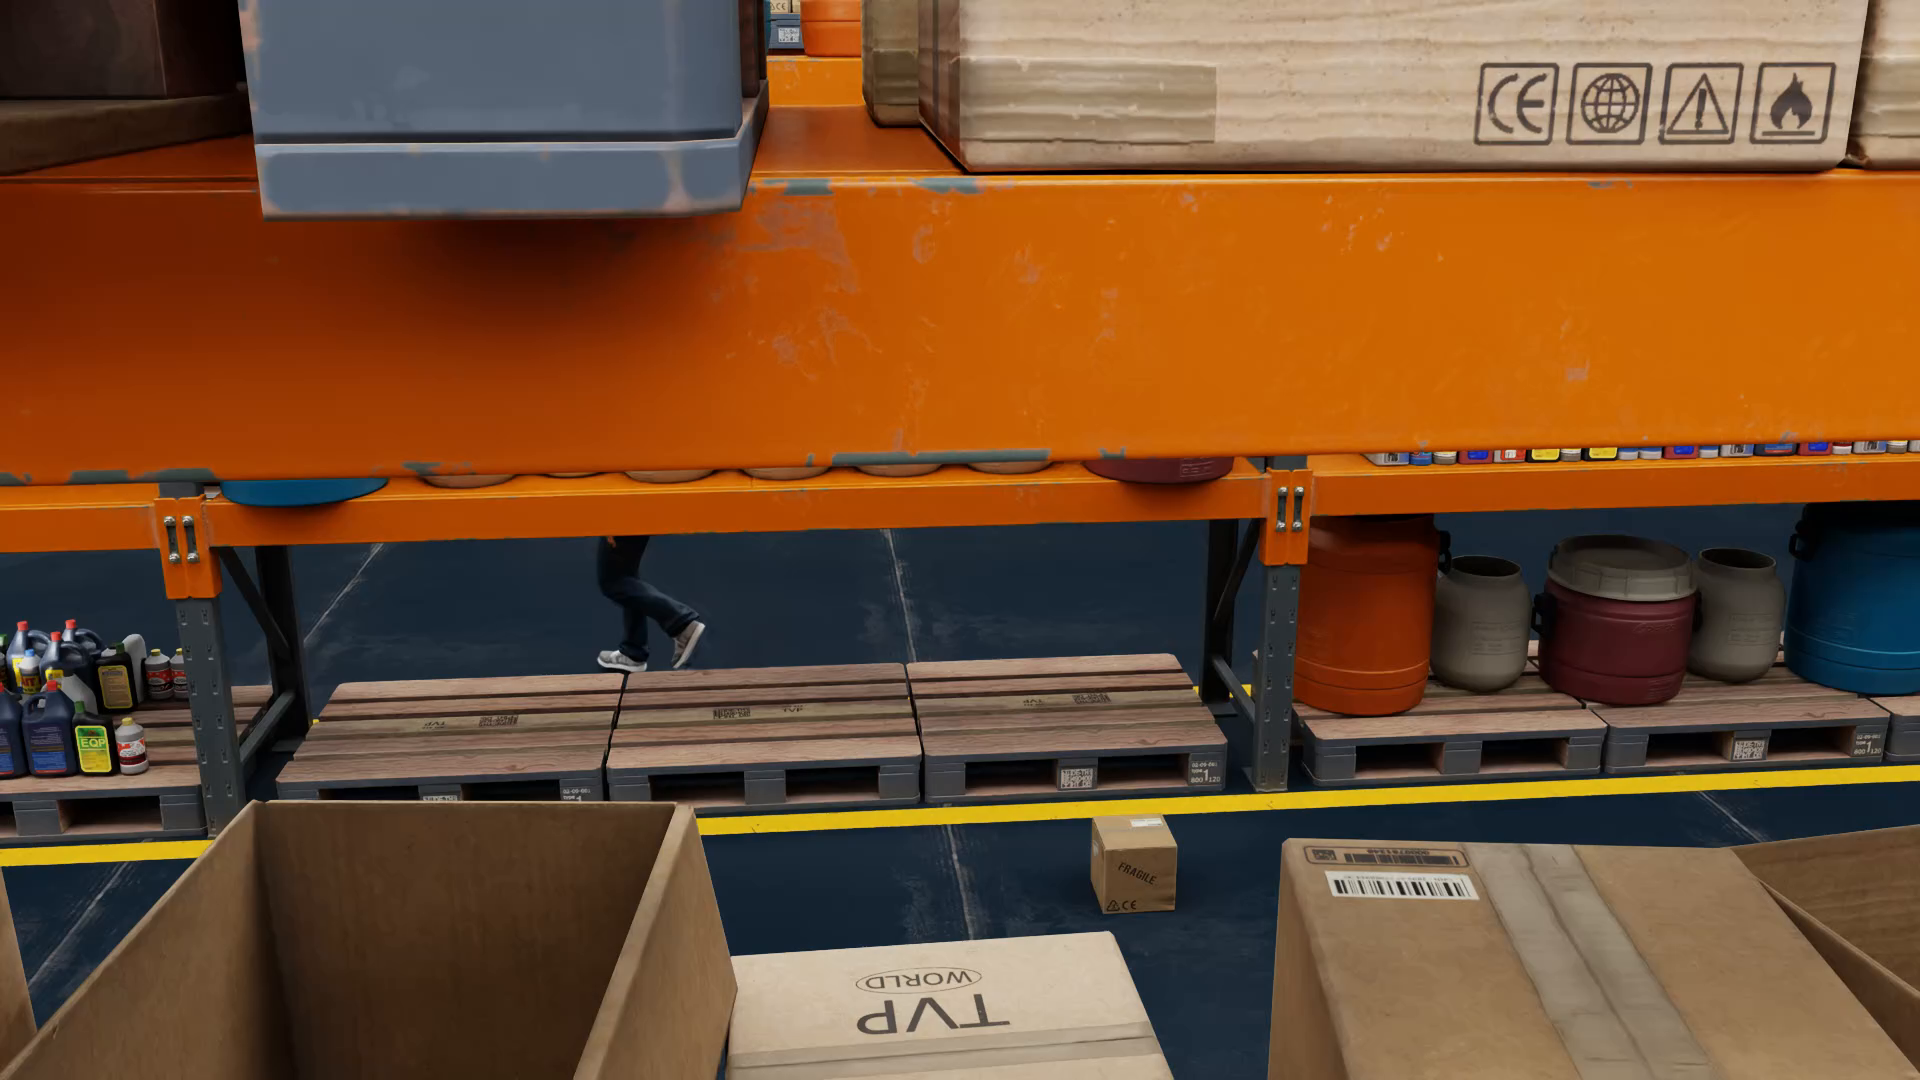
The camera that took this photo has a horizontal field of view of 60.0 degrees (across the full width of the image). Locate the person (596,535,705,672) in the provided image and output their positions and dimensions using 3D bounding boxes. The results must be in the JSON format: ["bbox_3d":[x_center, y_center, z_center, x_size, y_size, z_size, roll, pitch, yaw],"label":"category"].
[{"bbox_3d":[-1.433,-0.127,7.539,0.621,1.572,0.415,6,18,18],"label":"person"}]
